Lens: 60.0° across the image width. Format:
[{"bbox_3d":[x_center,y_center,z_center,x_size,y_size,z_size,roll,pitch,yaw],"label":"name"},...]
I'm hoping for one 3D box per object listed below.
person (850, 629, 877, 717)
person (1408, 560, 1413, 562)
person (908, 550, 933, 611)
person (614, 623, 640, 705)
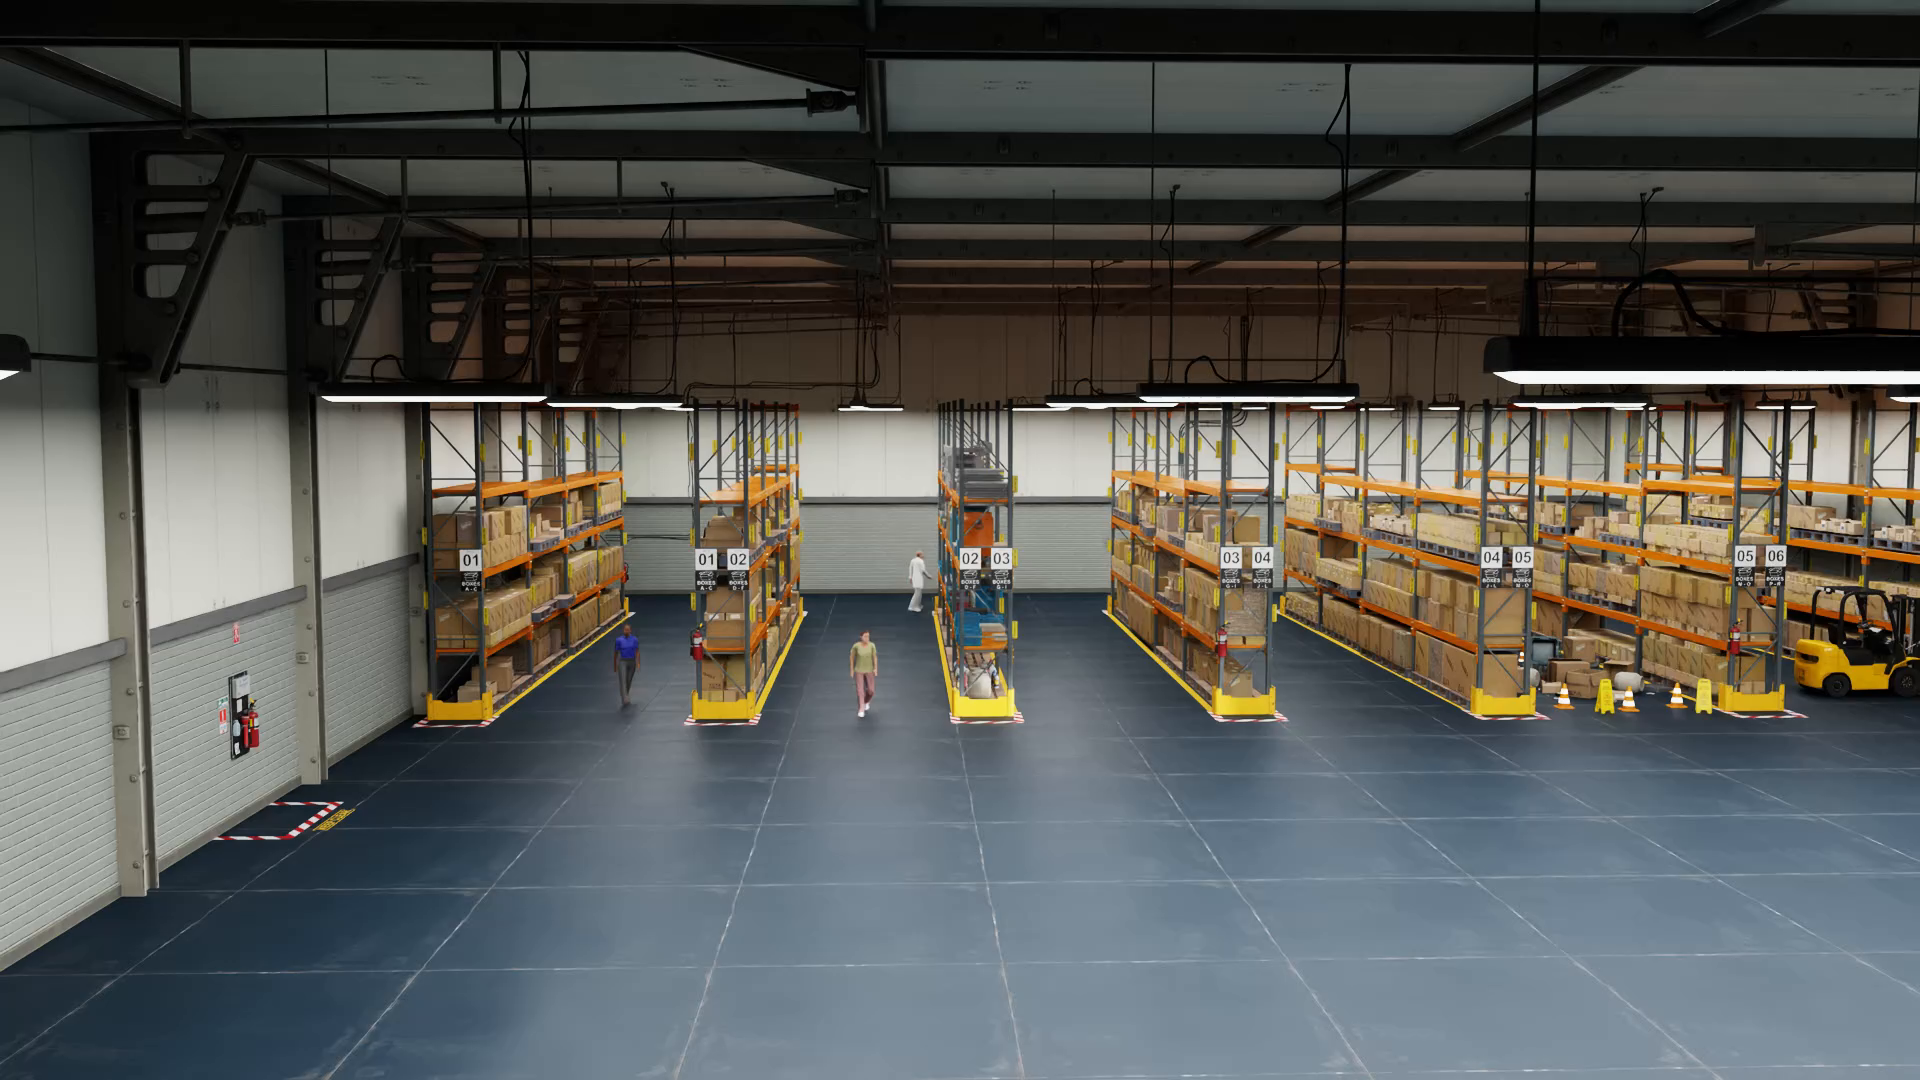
[{"bbox_3d":[-1.849,2.504,31.679,0.507,1.654,0.617,-1,4,-14],"label":"person"},{"bbox_3d":[12.795,1.433,47.017,0.410,1.513,0.632,-4,6,-43],"label":"person"},{"bbox_3d":[-1.236,1.173,48.349,0.801,1.762,0.677,-3,5,-30],"label":"person"},{"bbox_3d":[-6.506,2.429,32.541,0.491,1.595,1.051,-3,5,-31],"label":"person"}]
